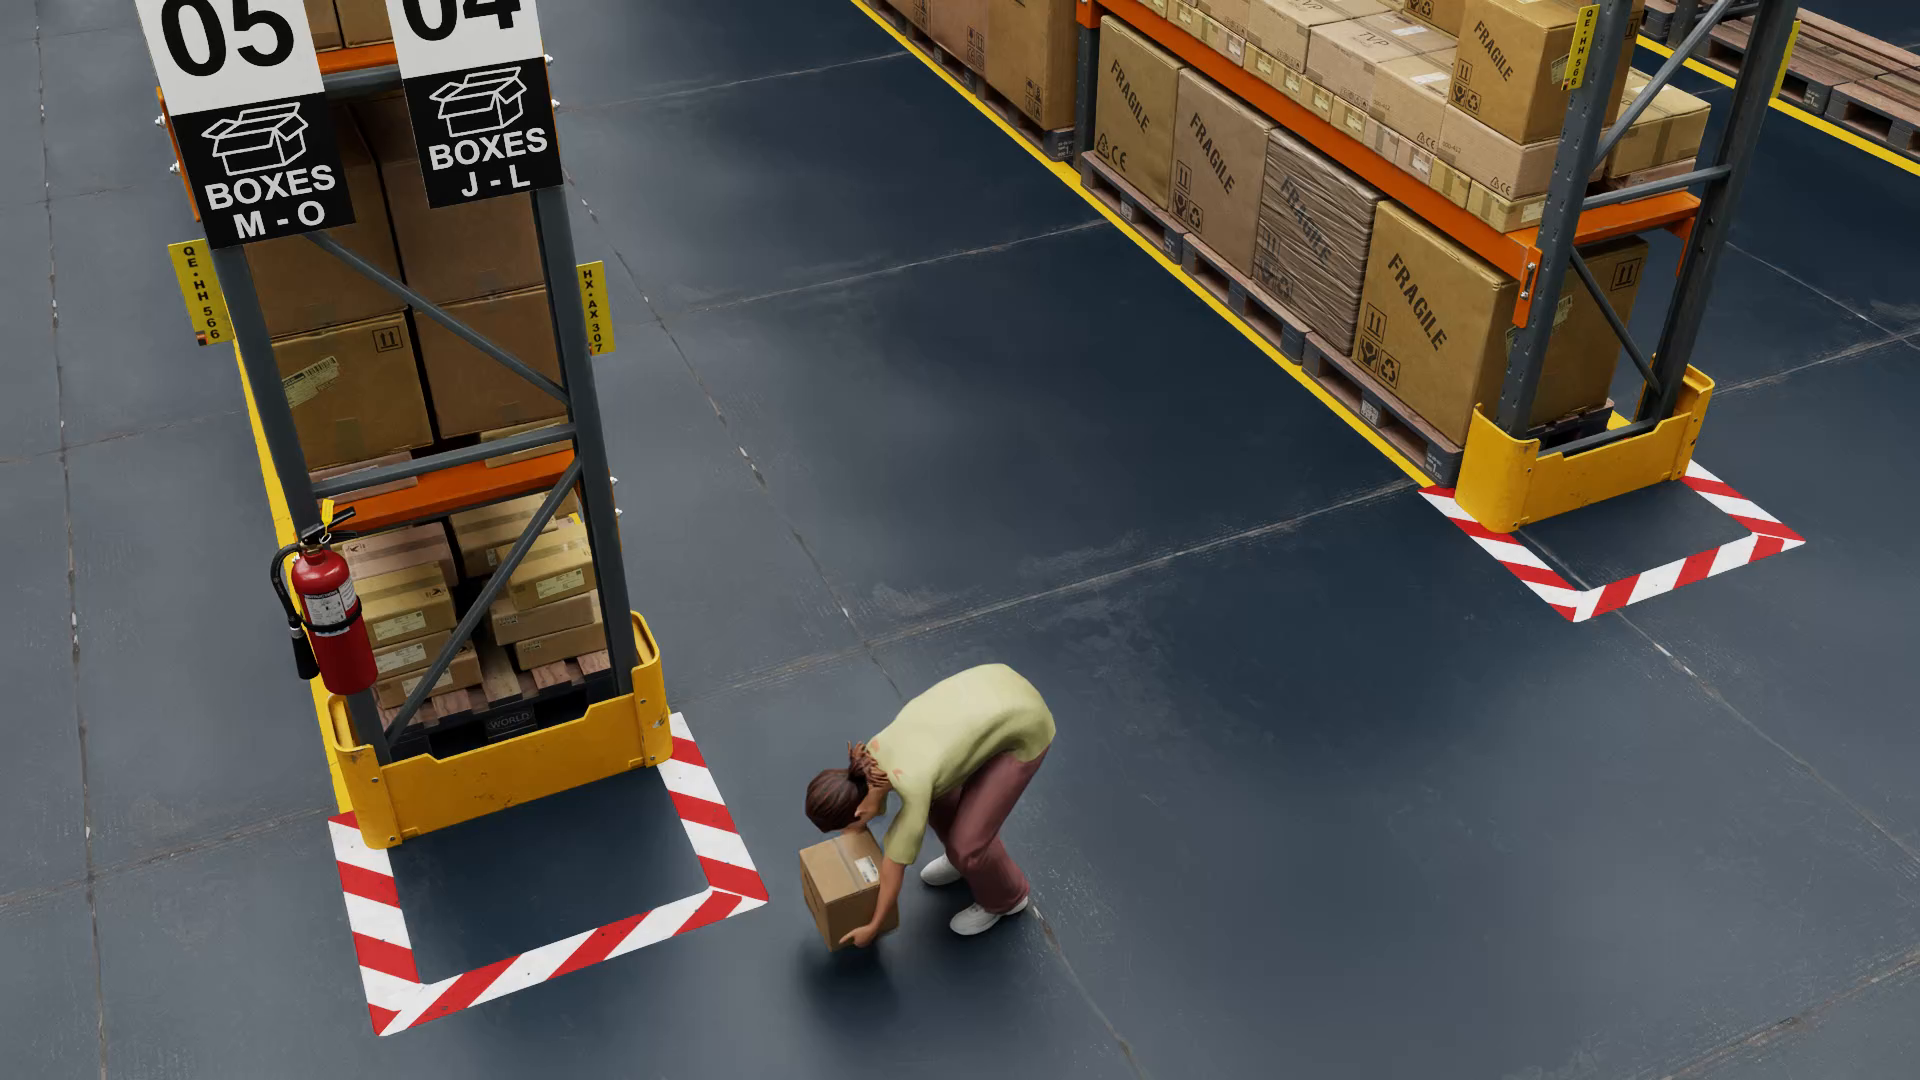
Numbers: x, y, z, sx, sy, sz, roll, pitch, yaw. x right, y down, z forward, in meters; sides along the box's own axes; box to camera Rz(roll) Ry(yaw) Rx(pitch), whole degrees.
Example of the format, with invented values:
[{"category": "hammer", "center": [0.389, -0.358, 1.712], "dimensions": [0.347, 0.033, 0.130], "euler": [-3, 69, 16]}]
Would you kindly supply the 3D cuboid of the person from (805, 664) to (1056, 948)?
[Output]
[{"category": "person", "center": [-0.106, 0.914, 5.536], "dimensions": [0.858, 0.971, 0.457], "euler": [-17, 41, -21]}]
